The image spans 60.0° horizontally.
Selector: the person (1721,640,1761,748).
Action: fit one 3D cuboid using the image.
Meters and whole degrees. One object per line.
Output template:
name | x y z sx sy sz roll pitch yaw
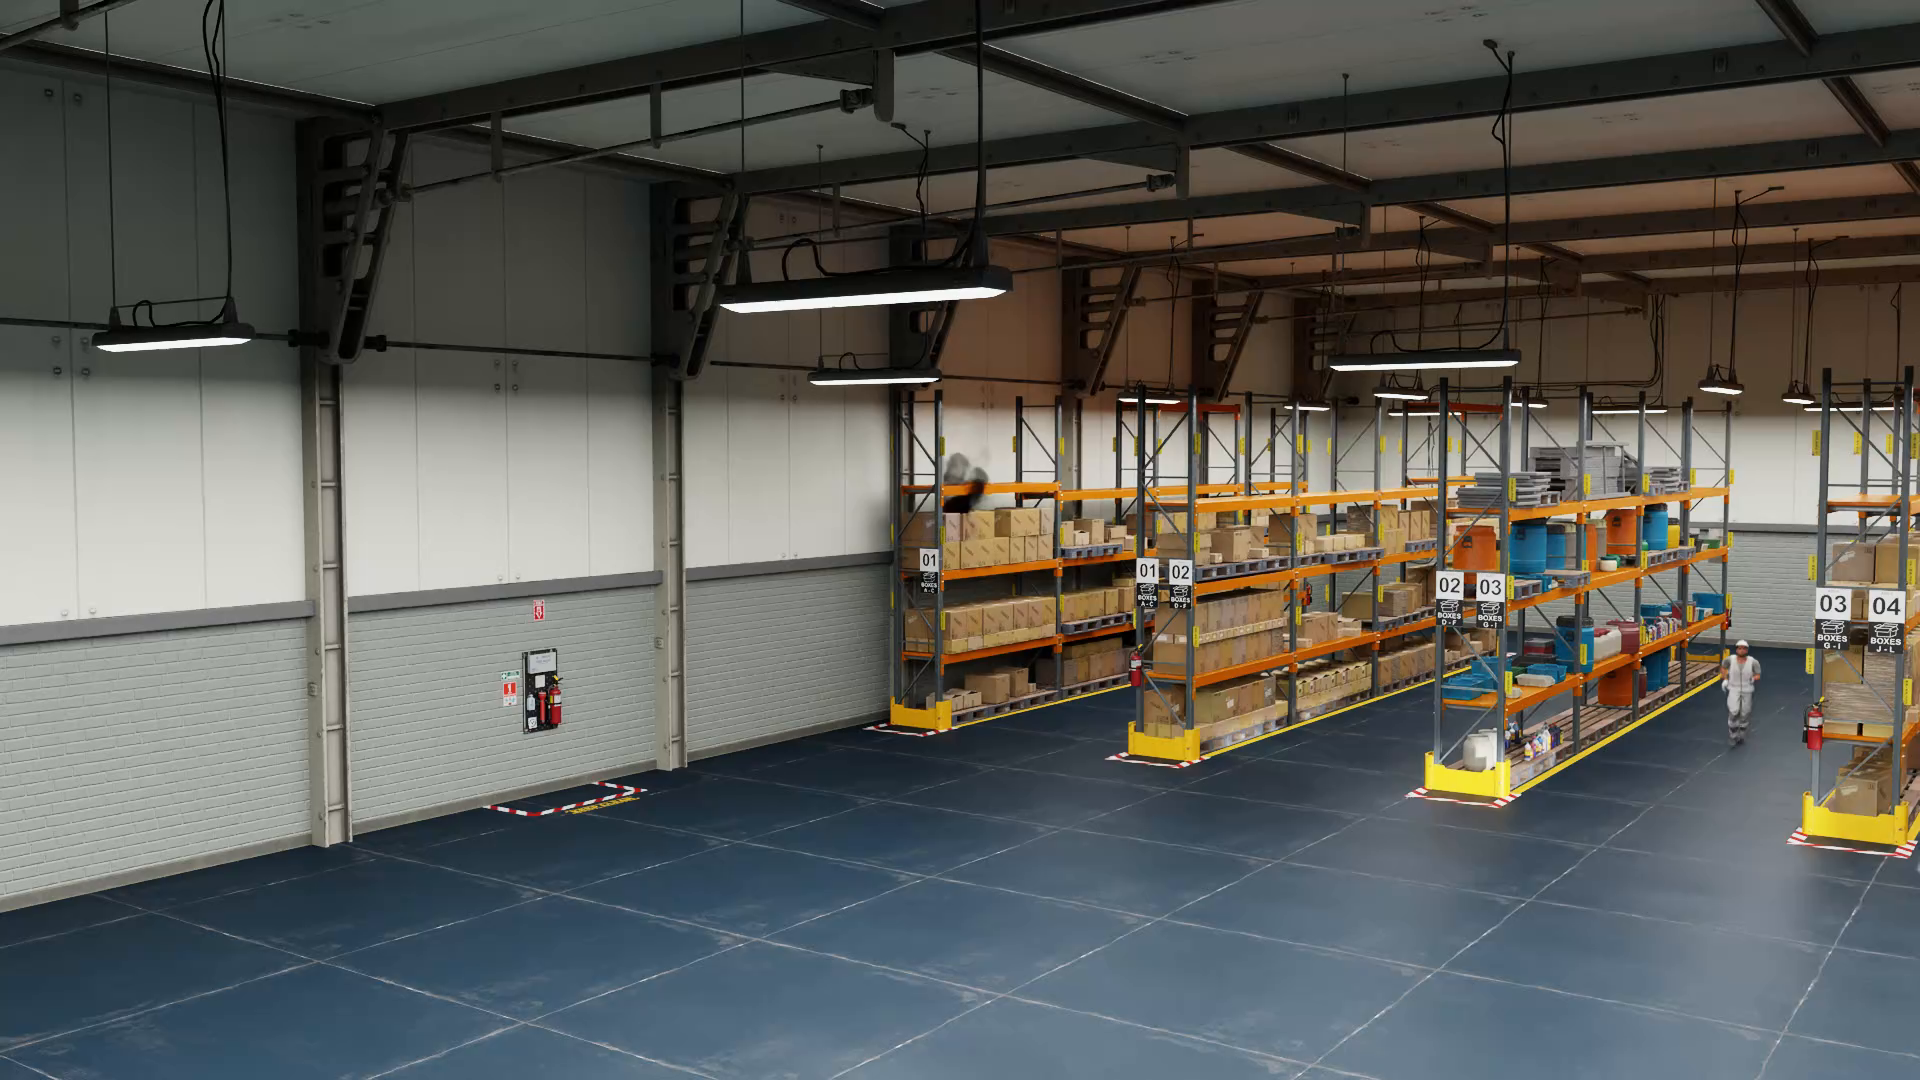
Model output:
person | 13.048 2.563 27.785 0.586 1.809 0.843 1 3 20
